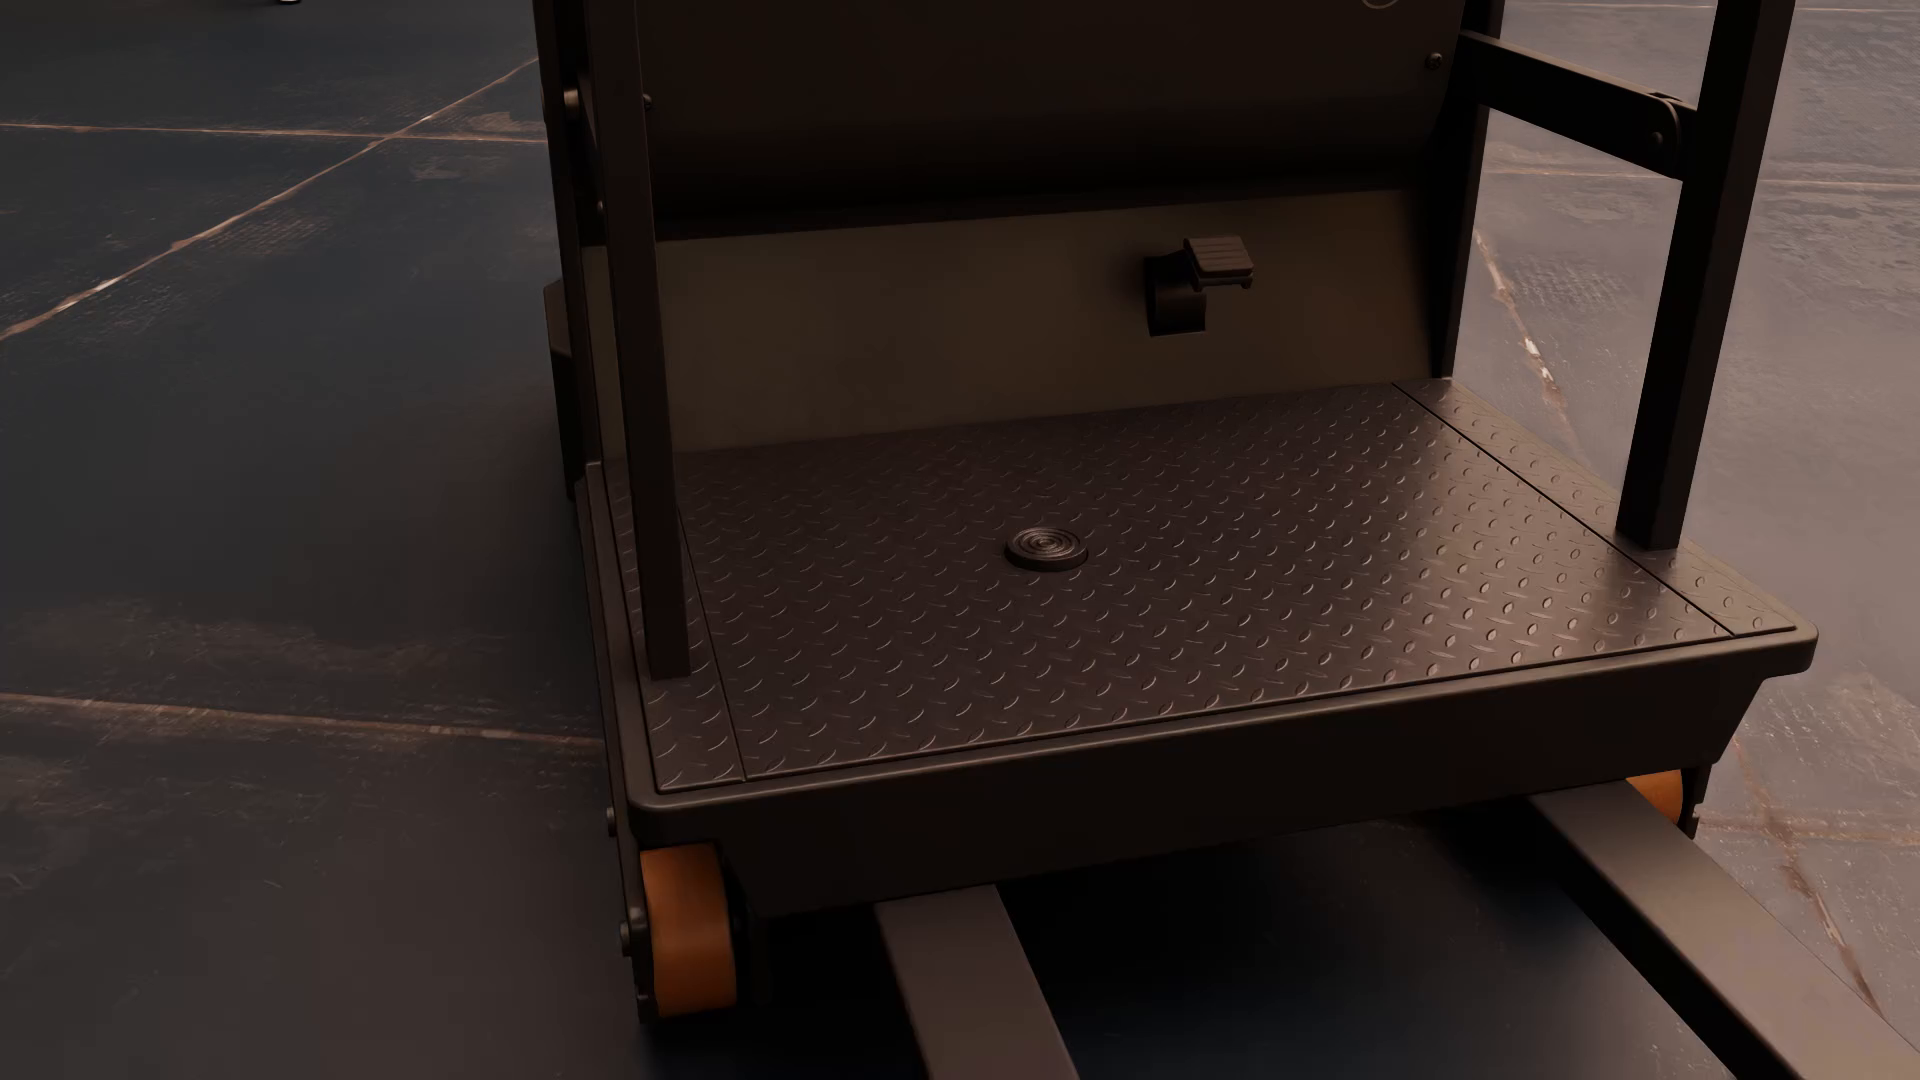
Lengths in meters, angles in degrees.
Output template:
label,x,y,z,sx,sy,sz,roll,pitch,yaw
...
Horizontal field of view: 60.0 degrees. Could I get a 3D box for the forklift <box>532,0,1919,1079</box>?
label,x,y,z,sx,sy,sz,roll,pitch,yaw
forklift,0.153,-1.049,1.319,1.130,2.935,3.031,-7,27,-13
